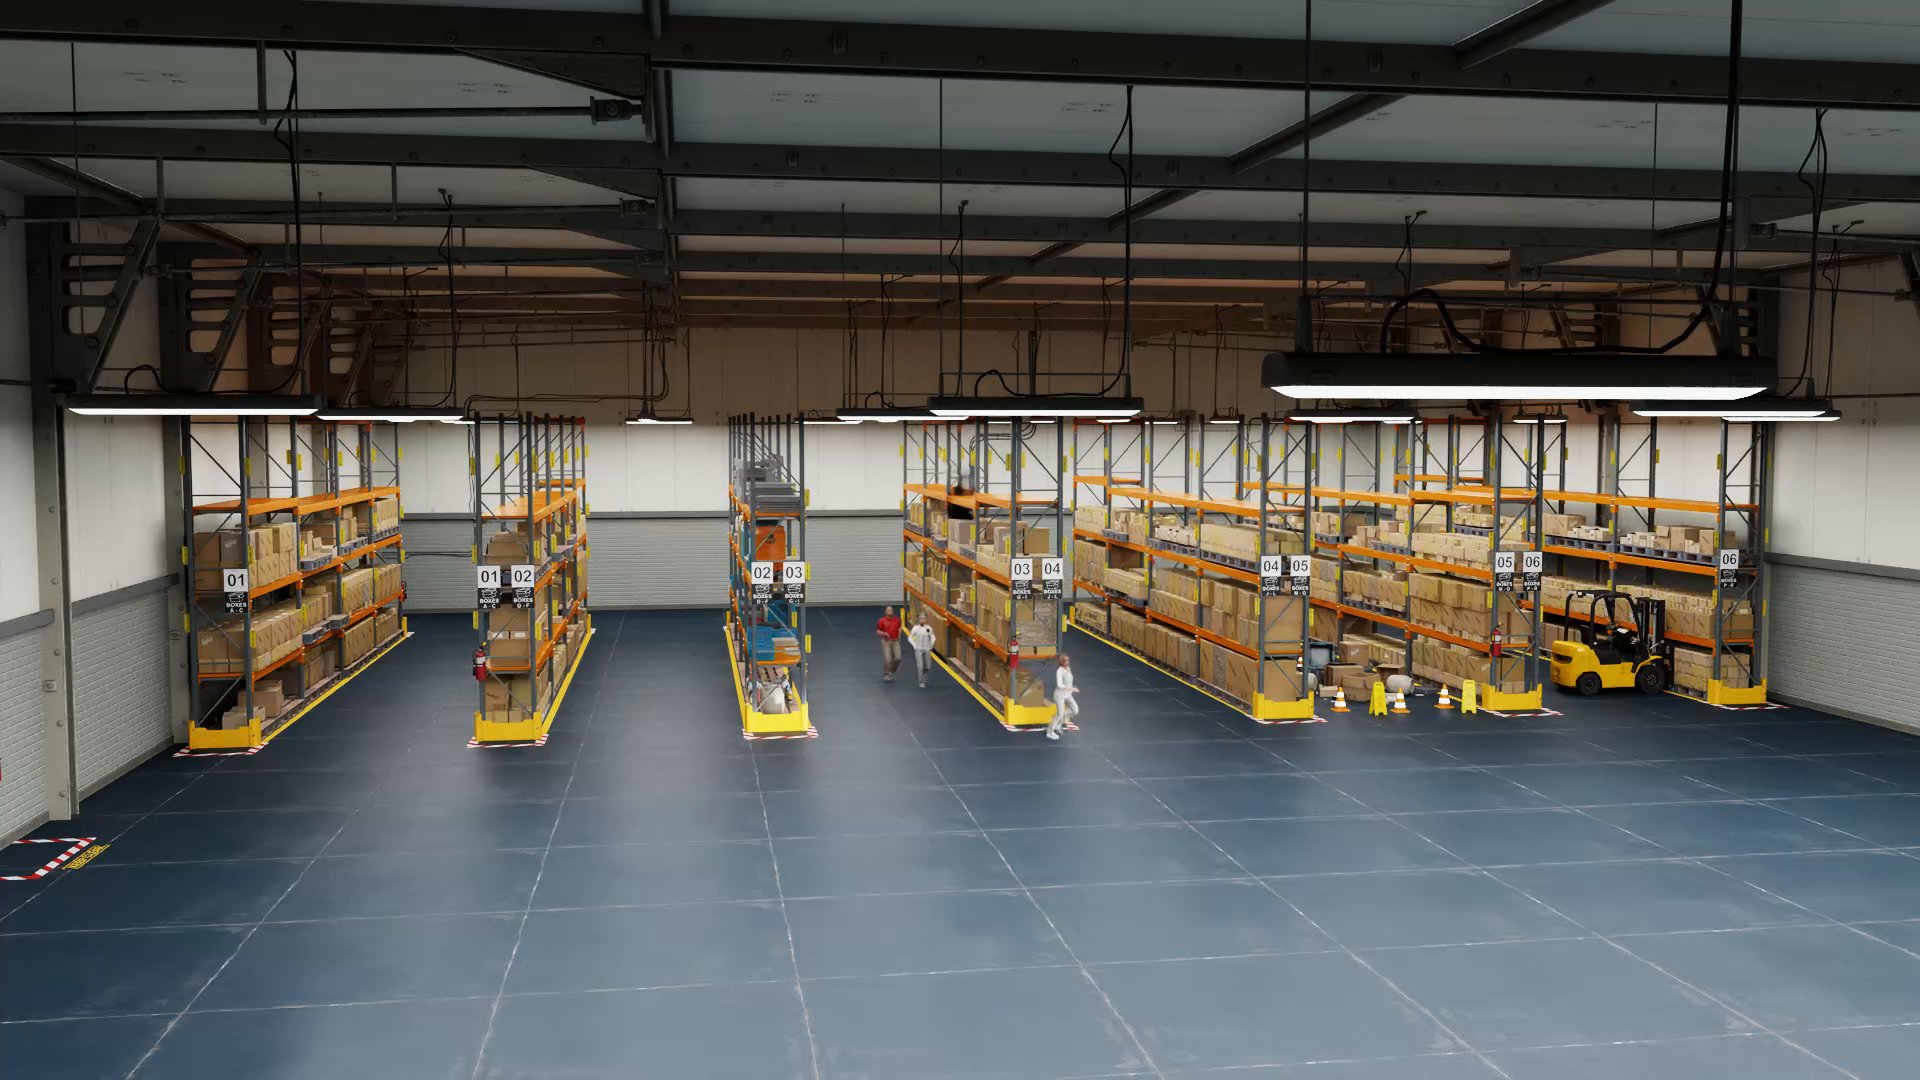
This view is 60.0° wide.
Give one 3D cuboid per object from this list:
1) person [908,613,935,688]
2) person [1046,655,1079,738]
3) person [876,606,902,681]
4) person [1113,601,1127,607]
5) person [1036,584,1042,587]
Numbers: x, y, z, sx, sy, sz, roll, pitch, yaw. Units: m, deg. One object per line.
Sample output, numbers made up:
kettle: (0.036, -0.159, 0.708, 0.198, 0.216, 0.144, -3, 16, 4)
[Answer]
person: (-0.834, 2.411, 36.569, 0.613, 1.646, 0.558, -1, 4, -9)
person: (1.920, 2.870, 30.480, 0.690, 1.554, 0.571, 3, 5, 34)
person: (-1.541, 2.338, 37.325, 0.640, 1.705, 0.645, -1, 4, -19)
person: (4.846, 1.445, 50.029, 0.585, 1.739, 0.673, 0, 4, -5)
person: (2.045, 1.624, 48.229, 0.638, 1.614, 0.877, 2, 4, 23)
